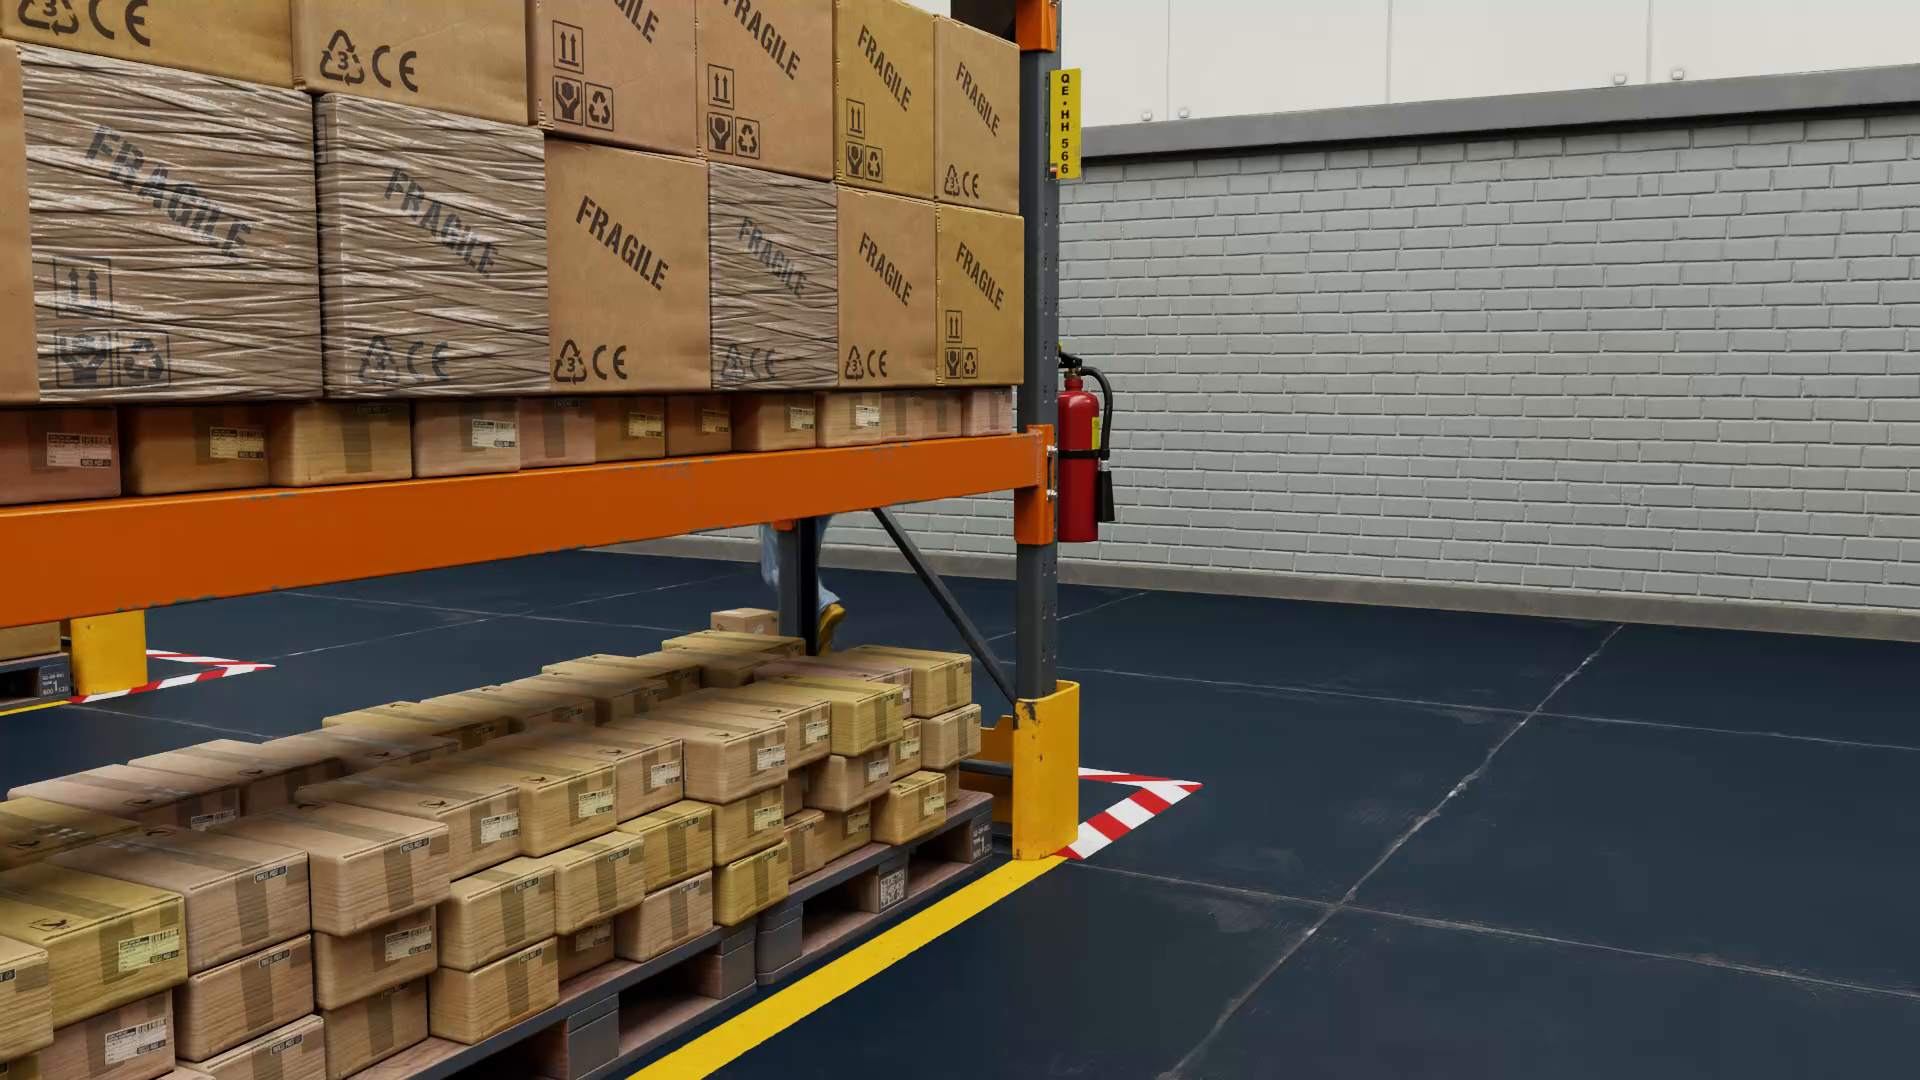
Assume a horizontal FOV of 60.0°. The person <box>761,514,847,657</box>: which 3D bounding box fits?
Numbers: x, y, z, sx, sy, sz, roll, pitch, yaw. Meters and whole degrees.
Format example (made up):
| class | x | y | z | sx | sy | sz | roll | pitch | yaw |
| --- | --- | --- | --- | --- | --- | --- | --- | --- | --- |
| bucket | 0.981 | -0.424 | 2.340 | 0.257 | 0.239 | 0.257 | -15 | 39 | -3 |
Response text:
| class | x | y | z | sx | sy | sz | roll | pitch | yaw |
| --- | --- | --- | --- | --- | --- | --- | --- | --- | --- |
| person | -0.799 | -0.217 | 8.654 | 0.785 | 1.664 | 0.725 | 5 | 8 | 43 |
